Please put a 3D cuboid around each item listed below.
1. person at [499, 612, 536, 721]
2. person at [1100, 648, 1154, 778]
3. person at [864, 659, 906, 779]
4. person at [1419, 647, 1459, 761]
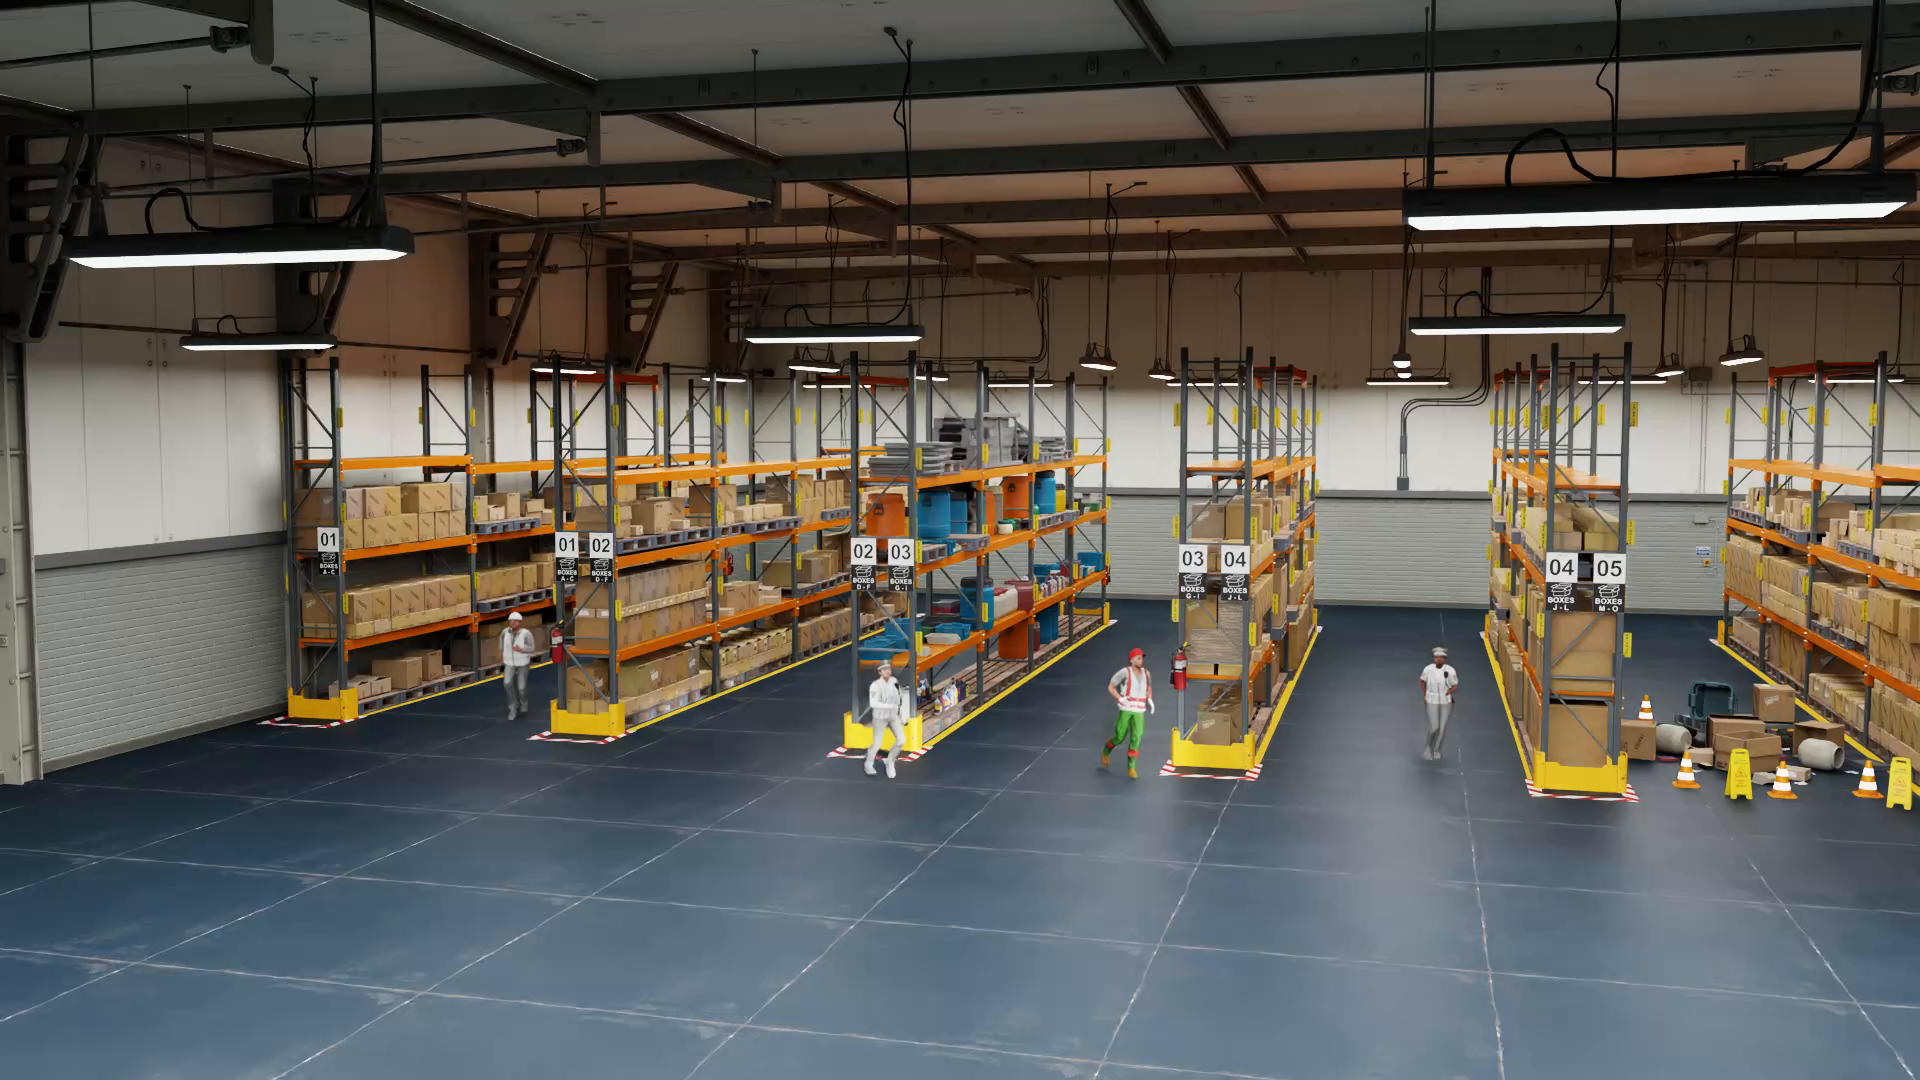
[{"bbox_3d":[-7.388,2.090,27.751,0.679,1.812,0.849,0,4,1],"label":"person"},{"bbox_3d":[2.435,2.397,23.366,0.717,1.745,0.971,-1,4,-18],"label":"person"},{"bbox_3d":[-1.012,2.463,23.010,0.620,1.670,0.827,-3,5,-31],"label":"person"},{"bbox_3d":[6.970,2.392,24.186,0.553,1.691,0.645,1,4,12],"label":"person"}]
